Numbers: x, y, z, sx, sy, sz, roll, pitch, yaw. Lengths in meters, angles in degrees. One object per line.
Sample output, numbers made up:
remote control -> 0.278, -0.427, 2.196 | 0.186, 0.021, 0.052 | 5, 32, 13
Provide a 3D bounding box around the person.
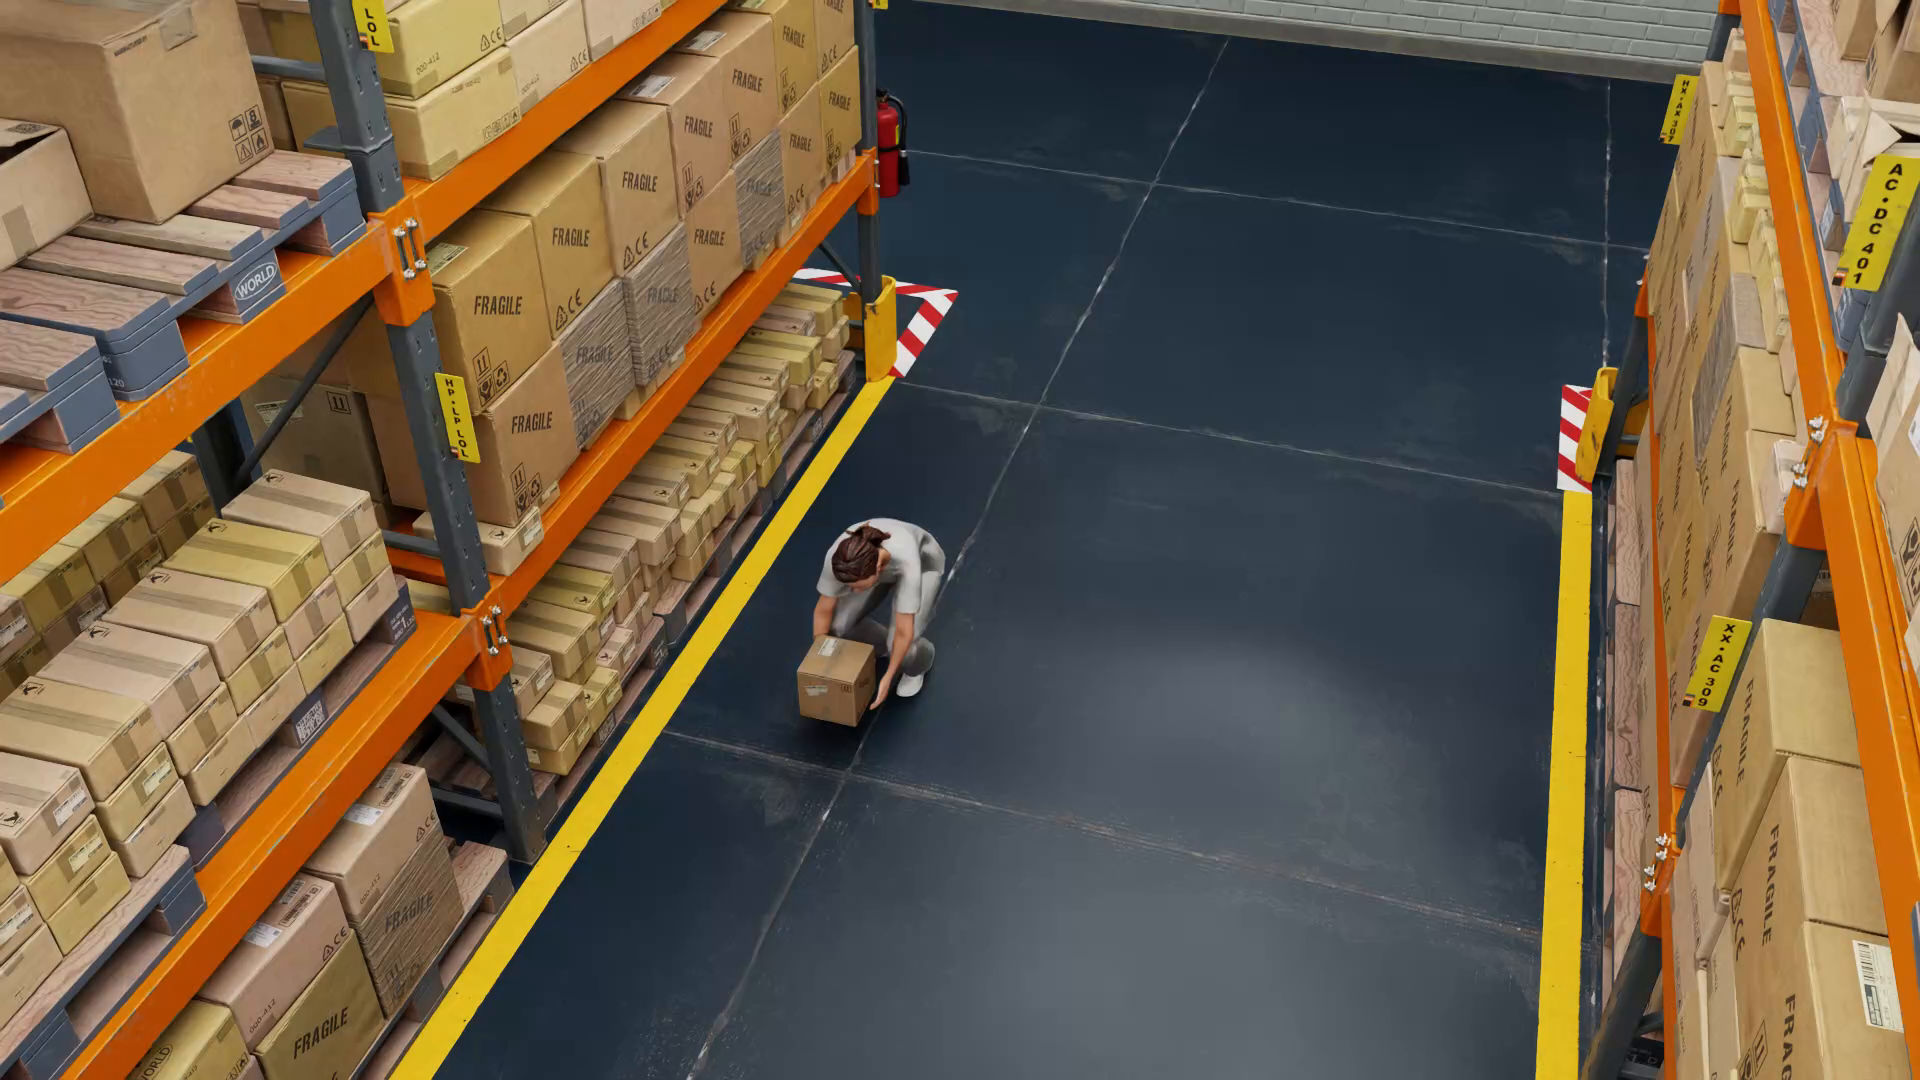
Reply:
person -> -0.327, 0.252, 7.113 | 0.486, 1.009, 0.781 | 17, 40, 21
